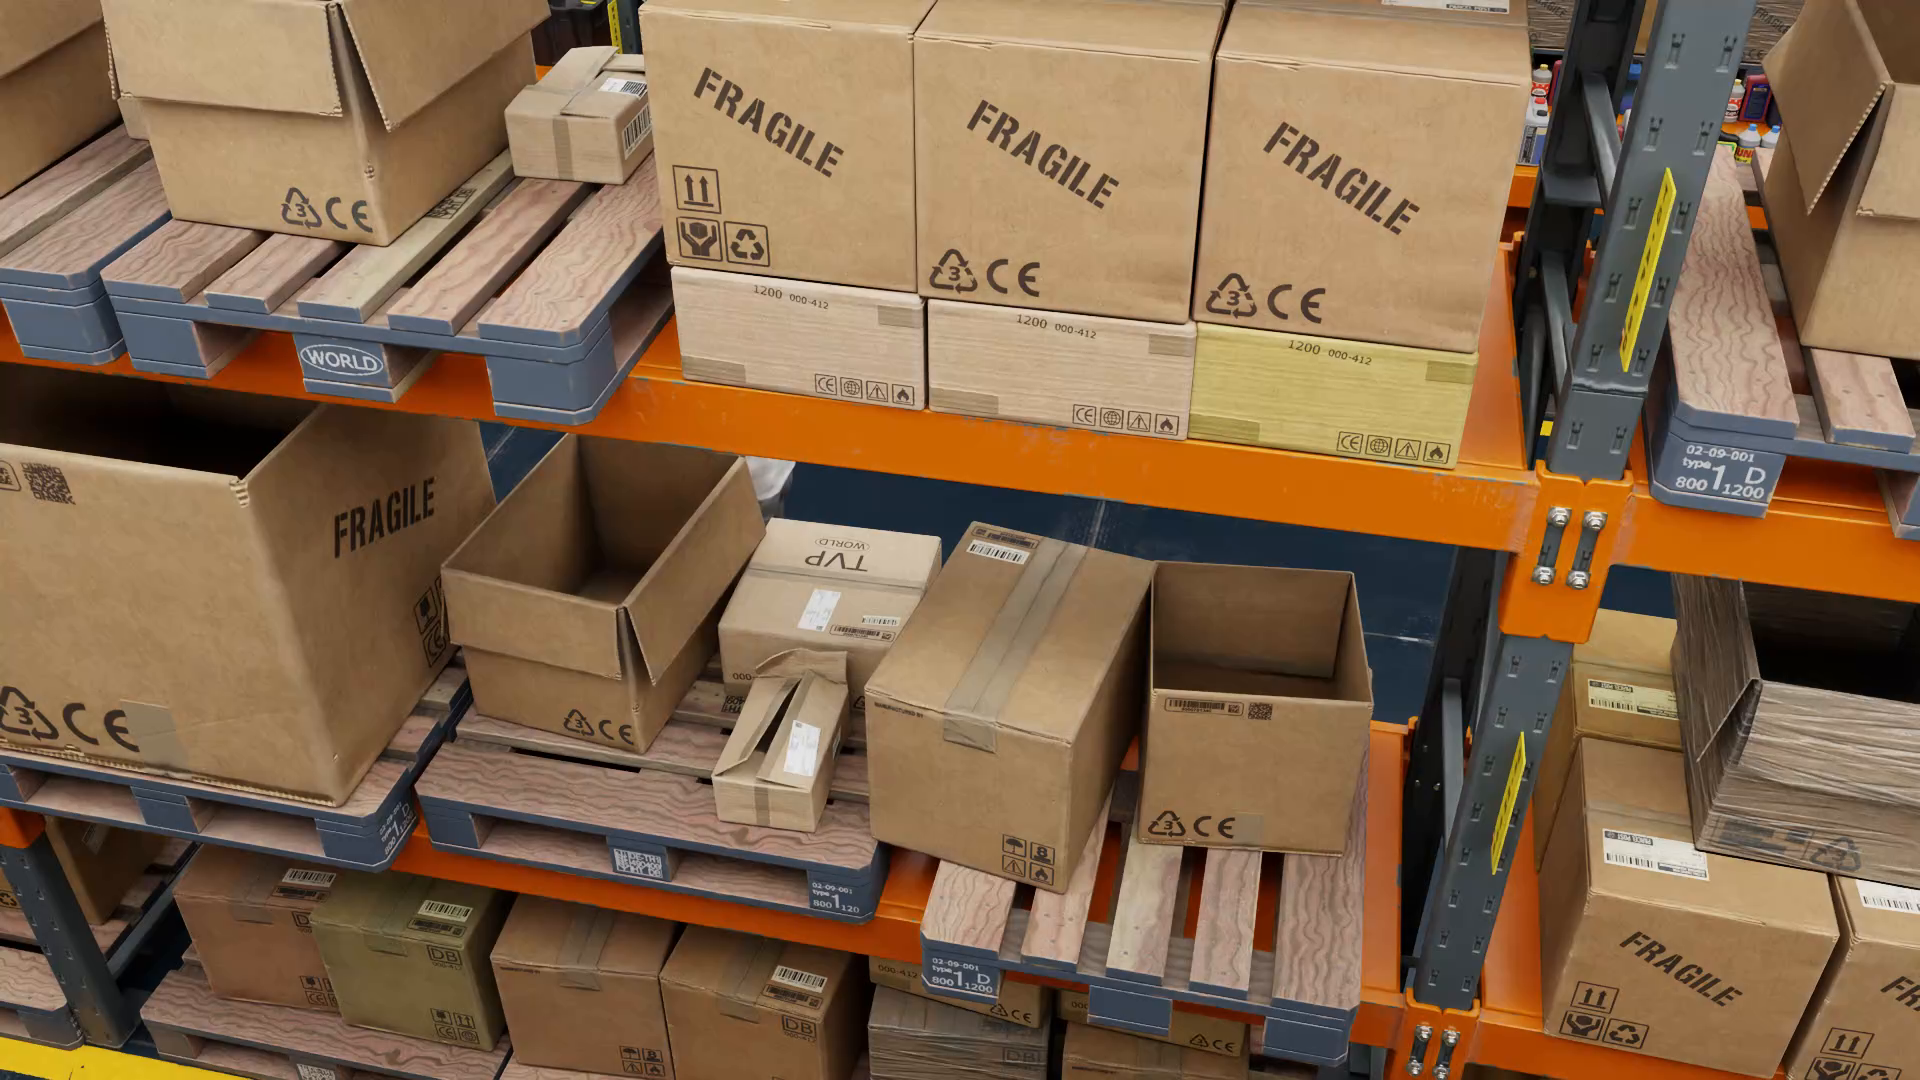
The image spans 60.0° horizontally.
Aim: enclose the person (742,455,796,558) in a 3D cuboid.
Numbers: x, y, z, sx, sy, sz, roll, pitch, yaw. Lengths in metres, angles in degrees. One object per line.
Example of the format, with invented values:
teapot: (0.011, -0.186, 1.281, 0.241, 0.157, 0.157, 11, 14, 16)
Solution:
person: (-0.832, -0.235, 6.450, 0.360, 1.768, 0.532, 8, 37, 11)
